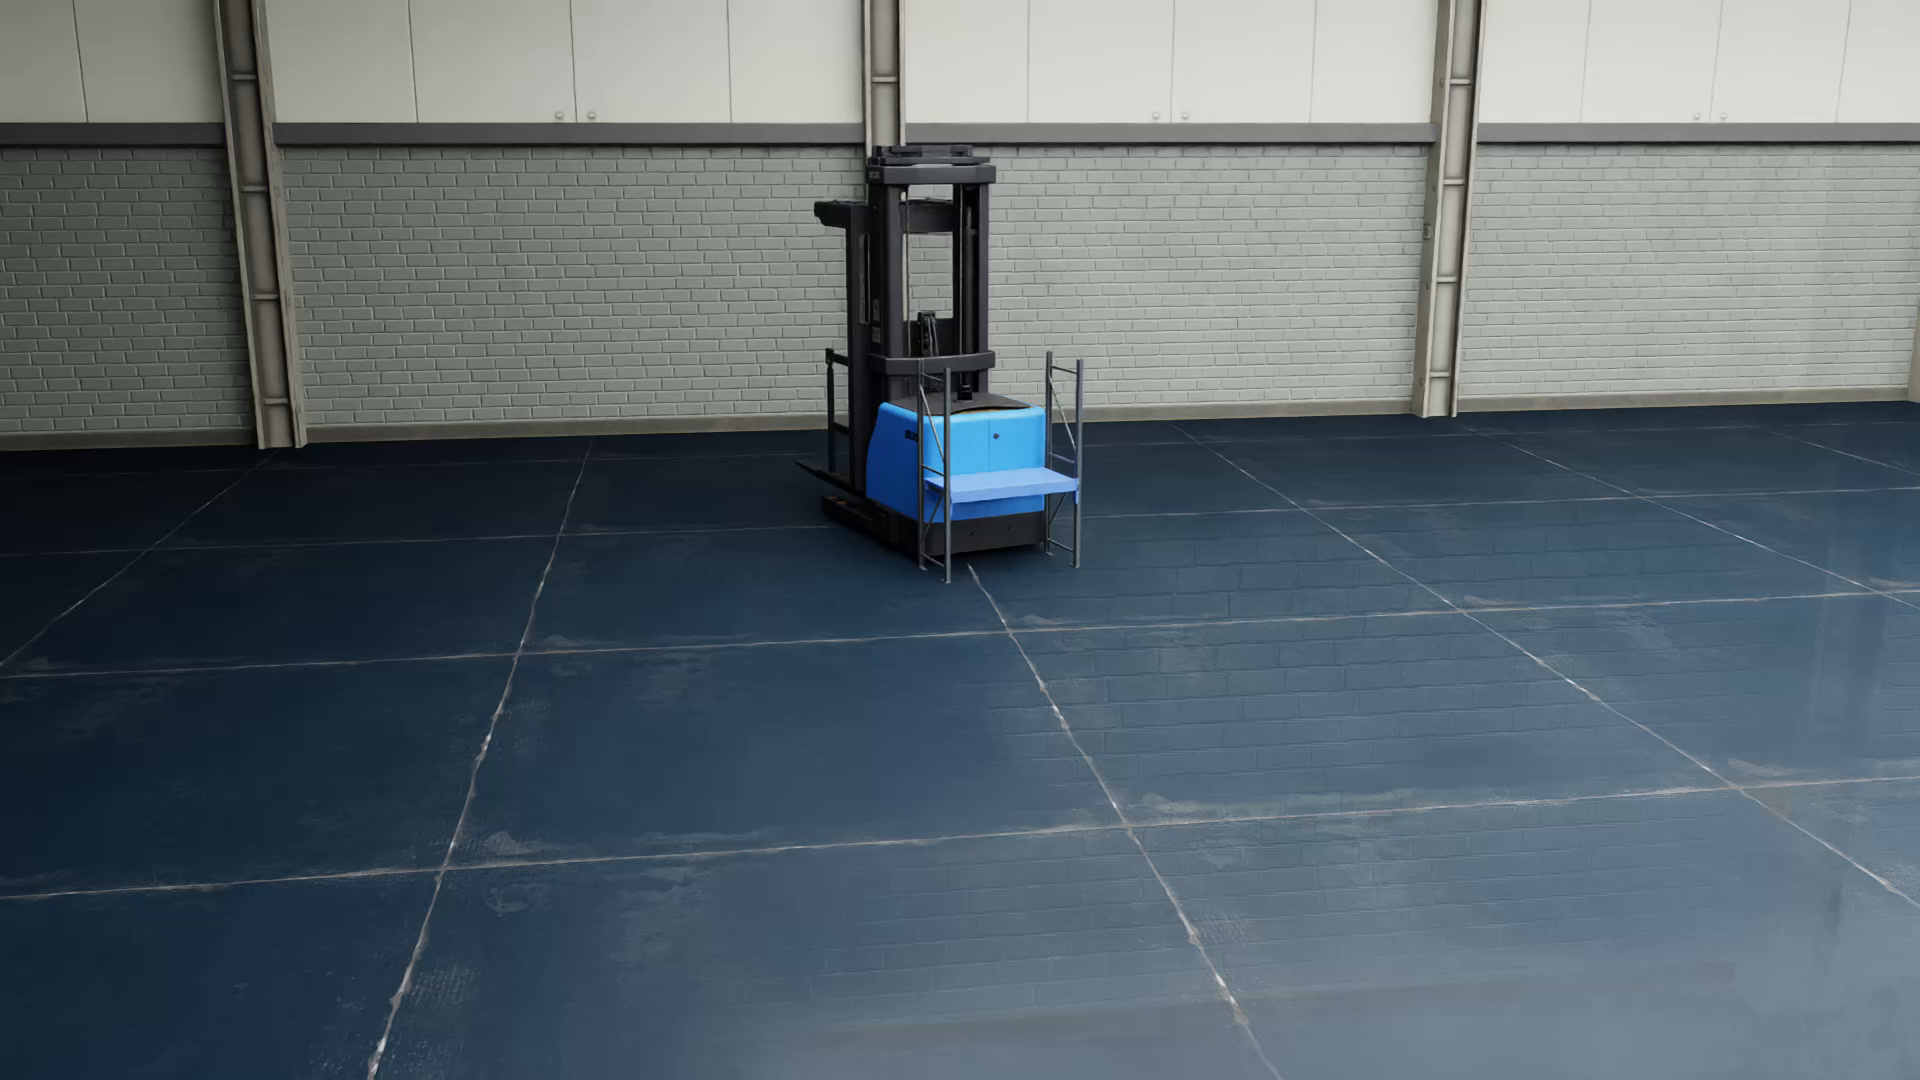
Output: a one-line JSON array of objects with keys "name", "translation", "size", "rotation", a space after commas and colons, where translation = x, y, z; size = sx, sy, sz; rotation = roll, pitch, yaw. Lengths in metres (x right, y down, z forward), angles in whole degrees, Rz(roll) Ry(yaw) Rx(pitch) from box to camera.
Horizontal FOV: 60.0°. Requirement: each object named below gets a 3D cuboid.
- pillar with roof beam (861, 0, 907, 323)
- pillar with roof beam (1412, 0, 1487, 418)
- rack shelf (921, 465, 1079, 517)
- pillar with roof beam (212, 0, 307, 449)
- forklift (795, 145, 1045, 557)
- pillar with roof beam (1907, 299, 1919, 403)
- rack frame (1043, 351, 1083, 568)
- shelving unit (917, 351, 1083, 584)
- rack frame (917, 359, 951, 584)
[{"name": "pillar with roof beam", "translation": [-0.116, -4.479, 12.084], "size": [0.400, 9.000, 9.100], "rotation": [-2, 14, -8]}, {"name": "pillar with roof beam", "translation": [5.817, -4.697, 12.951], "size": [0.400, 9.000, 9.100], "rotation": [-2, 14, -8]}, {"name": "rack shelf", "translation": [0.278, -0.354, 11.790], "size": [1.000, 0.185, 0.538], "rotation": [-6, 15, -24]}, {"name": "pillar with roof beam", "translation": [-6.049, -4.262, 11.217], "size": [0.400, 9.000, 9.100], "rotation": [-2, 14, -8]}, {"name": "forklift", "translation": [-0.469, -1.613, 13.128], "size": [1.130, 2.935, 3.031], "rotation": [-7, 16, -26]}, {"name": "pillar with roof beam", "translation": [11.751, -4.914, 13.818], "size": [0.400, 9.000, 9.100], "rotation": [-2, 14, -8]}, {"name": "rack frame", "translation": [0.740, -0.580, 11.953], "size": [0.032, 1.500, 0.500], "rotation": [-6, 15, -24]}, {"name": "shelving unit", "translation": [0.278, -0.529, 11.746], "size": [1.048, 1.500, 0.538], "rotation": [-6, 15, -24]}, {"name": "rack frame", "translation": [-0.183, -0.477, 11.539], "size": [0.032, 1.500, 0.500], "rotation": [-6, 15, -24]}]
